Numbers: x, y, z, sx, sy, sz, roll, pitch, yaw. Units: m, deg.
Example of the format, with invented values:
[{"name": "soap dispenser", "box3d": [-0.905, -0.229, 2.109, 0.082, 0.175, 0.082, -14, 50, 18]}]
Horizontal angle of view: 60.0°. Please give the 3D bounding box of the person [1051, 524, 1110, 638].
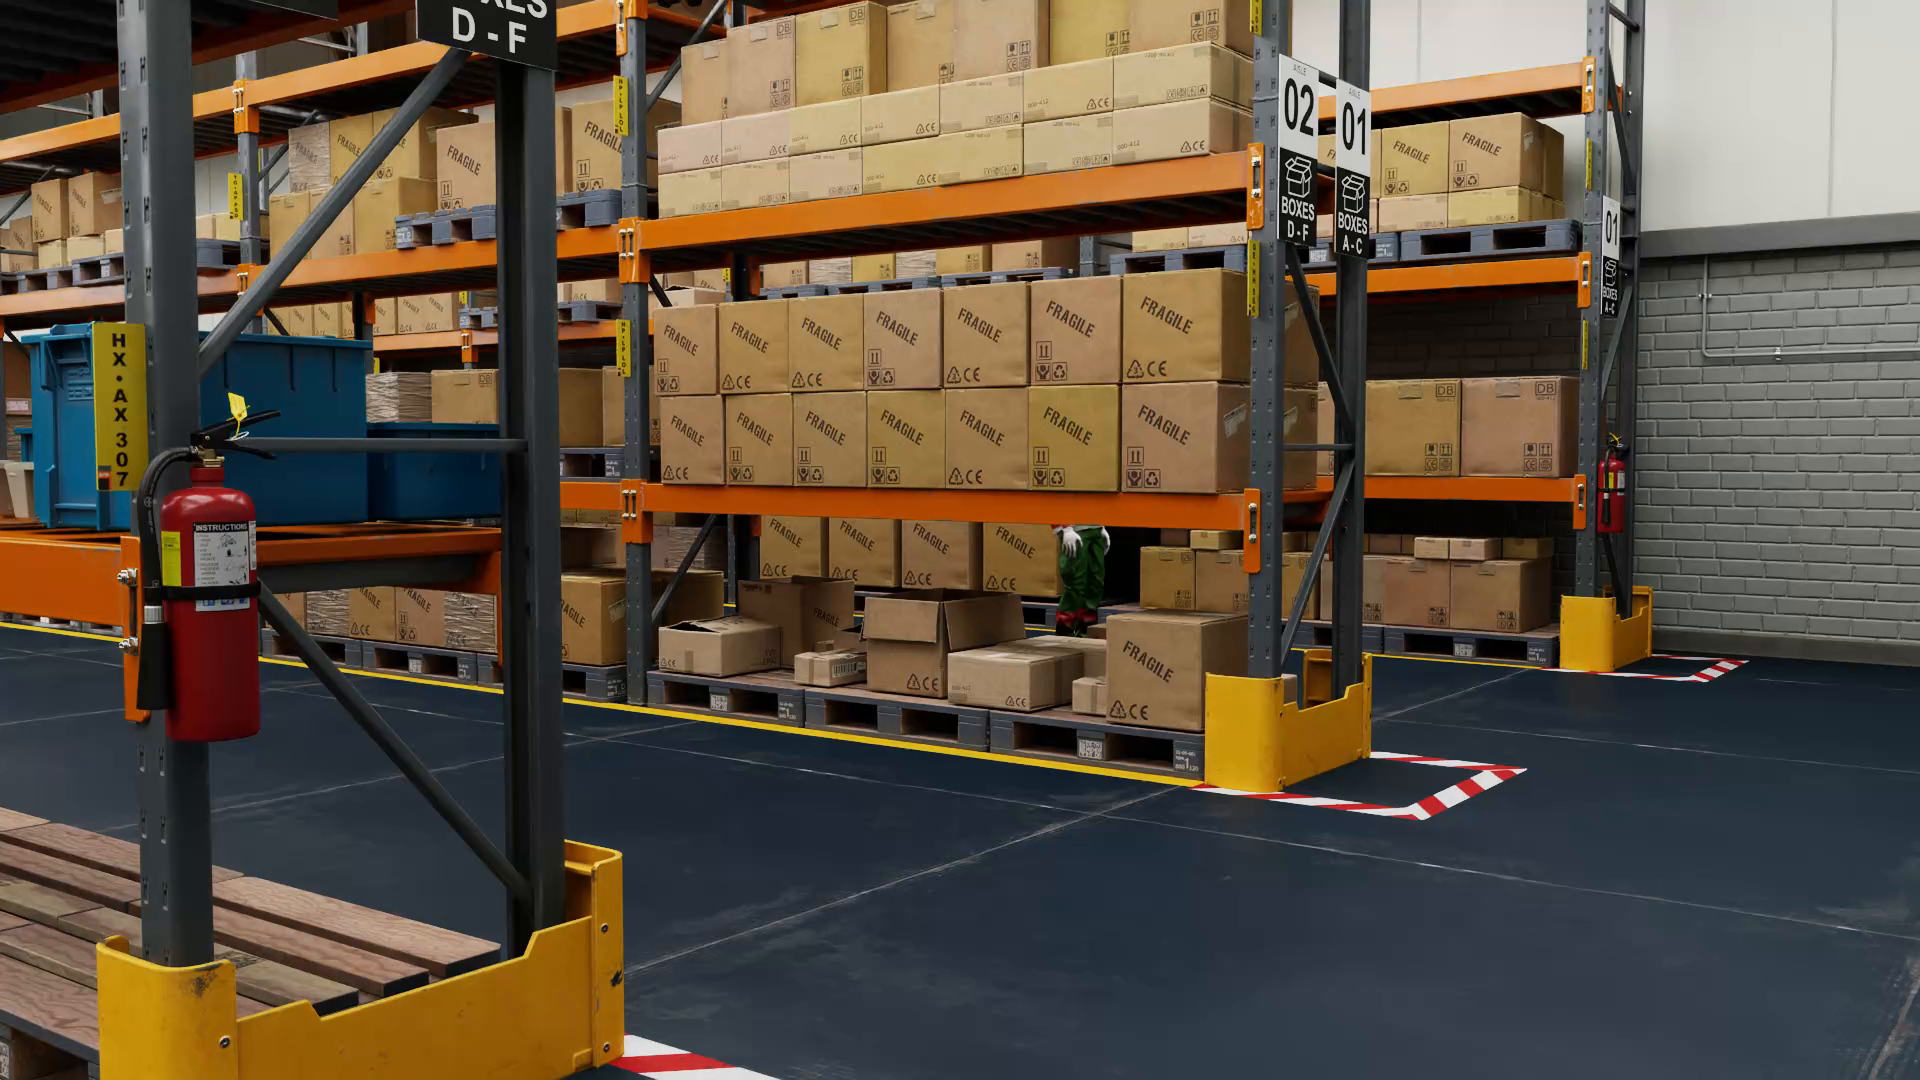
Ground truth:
[{"name": "person", "box3d": [0.893, -0.037, 11.882, 0.449, 1.779, 0.619, 2, 4, 33]}]
